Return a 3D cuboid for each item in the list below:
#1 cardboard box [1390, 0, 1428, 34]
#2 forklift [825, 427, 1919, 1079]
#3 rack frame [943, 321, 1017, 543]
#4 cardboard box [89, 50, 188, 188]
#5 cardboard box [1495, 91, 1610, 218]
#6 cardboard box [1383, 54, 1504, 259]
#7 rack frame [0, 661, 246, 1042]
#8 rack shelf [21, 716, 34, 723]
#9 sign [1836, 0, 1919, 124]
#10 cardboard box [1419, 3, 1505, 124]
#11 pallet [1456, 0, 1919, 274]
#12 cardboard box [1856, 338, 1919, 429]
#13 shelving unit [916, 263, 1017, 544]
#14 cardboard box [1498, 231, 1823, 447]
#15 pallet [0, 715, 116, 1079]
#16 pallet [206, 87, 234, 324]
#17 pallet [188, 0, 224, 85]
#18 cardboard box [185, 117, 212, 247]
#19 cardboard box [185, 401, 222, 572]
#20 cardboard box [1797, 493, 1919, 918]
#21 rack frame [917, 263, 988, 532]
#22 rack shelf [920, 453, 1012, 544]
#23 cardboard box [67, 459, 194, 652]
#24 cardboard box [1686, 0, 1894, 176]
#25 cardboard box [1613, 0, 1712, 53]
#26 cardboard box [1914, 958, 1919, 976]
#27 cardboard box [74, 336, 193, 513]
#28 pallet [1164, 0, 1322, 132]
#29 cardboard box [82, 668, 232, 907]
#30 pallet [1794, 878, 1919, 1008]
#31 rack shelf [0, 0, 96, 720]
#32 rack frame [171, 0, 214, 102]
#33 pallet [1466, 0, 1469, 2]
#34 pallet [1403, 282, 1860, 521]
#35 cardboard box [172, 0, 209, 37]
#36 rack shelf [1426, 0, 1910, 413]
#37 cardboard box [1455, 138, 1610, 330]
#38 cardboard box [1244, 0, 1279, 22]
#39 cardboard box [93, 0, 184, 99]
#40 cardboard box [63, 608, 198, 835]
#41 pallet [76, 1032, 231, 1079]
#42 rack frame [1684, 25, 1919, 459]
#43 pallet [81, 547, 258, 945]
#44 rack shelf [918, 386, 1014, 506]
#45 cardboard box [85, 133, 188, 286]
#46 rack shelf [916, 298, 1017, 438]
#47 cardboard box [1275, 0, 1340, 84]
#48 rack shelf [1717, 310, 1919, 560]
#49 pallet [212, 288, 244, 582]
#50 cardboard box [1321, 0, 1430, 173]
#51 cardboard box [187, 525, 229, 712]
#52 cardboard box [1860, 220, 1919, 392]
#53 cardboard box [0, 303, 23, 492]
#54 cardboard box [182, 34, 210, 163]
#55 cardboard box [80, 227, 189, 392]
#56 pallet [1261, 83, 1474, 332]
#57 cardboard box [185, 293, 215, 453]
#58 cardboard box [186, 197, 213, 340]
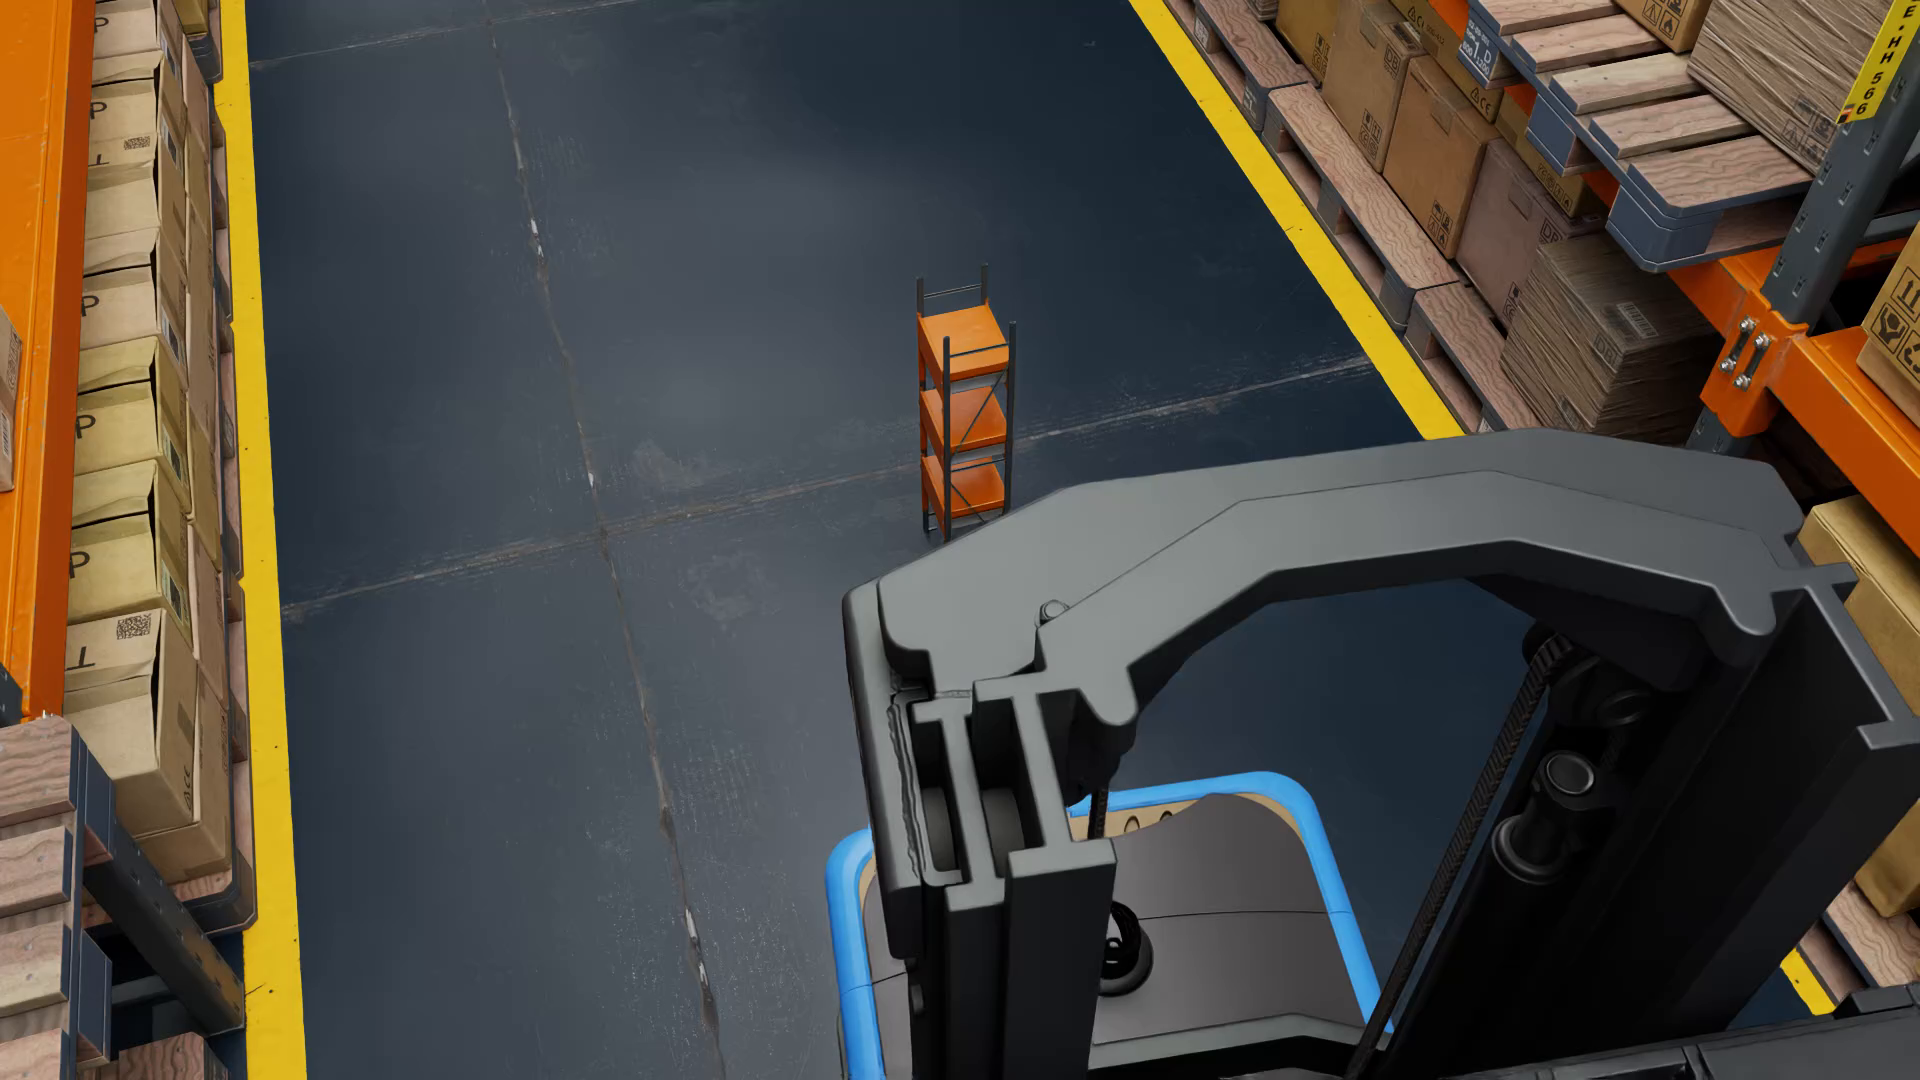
[{"bbox_3d":[1.771,-2.050,5.873,0.500,0.250,0.500,-15,51,-12],"label":"cardboard box"},{"bbox_3d":[0.463,1.393,2.159,1.130,2.935,3.031,-7,50,-6],"label":"forklift"},{"bbox_3d":[0.052,-0.210,4.741,0.200,1.050,0.008,-13,51,-11],"label":"rack frame"},{"bbox_3d":[-2.932,-1.403,5.628,0.500,0.311,0.500,-12,51,-10],"label":"cardboard box"},{"bbox_3d":[2.058,-1.307,5.246,0.500,0.250,0.500,-12,51,-10],"label":"cardboard box"},{"bbox_3d":[1.951,-1.393,5.810,0.700,0.500,0.500,-14,51,-11],"label":"cardboard box"},{"bbox_3d":[-2.302,0.339,3.003,1.000,3.000,0.127,-13,51,-11],"label":"rack frame"},{"bbox_3d":[-1.711,2.031,2.046,1.077,0.370,4.000,-13,51,-11],"label":"rack shelf"},{"bbox_3d":[1.913,-1.002,3.428,0.100,0.325,0.005,-13,51,-11],"label":"sign"},{"bbox_3d":[1.901,-1.681,5.562,0.500,0.250,0.500,-14,51,-11],"label":"cardboard box"},{"bbox_3d":[2.116,-1.219,4.441,1.213,0.211,1.003,-13,51,-11],"label":"pallet"},{"bbox_3d":[2.305,-0.417,3.791,0.380,0.149,0.250,-14,51,-12],"label":"cardboard box"},{"bbox_3d":[0.016,-0.299,4.816,0.215,1.050,0.252,-13,51,-11],"label":"shelving unit"},{"bbox_3d":[2.166,-0.634,5.170,0.700,0.500,0.500,-13,51,-10],"label":"cardboard box"},{"bbox_3d":[-2.035,0.880,2.672,1.213,0.211,1.003,-13,51,-11],"label":"pallet"},{"bbox_3d":[-3.230,-1.155,6.085,1.003,0.211,1.213,-13,51,-11],"label":"pallet"},{"bbox_3d":[-3.680,-2.274,7.029,1.003,0.211,1.213,-13,51,-11],"label":"pallet"},{"bbox_3d":[-2.938,-1.225,5.844,0.500,0.250,0.500,-14,51,-12],"label":"cardboard box"},{"bbox_3d":[-2.485,-0.105,4.900,0.500,0.250,0.500,-15,51,-12],"label":"cardboard box"},{"bbox_3d":[2.521,0.340,4.133,0.750,0.750,0.750,-14,51,-11],"label":"cardboard box"},{"bbox_3d":[-0.020,-0.388,4.891,0.200,1.050,0.008,-13,51,-11],"label":"rack frame"},{"bbox_3d":[0.016,-0.113,5.036,0.215,0.259,0.240,-13,51,-11],"label":"rack shelf"},{"bbox_3d":[-2.340,0.078,4.379,0.500,0.311,0.500,-14,51,-12],"label":"cardboard box"},{"bbox_3d":[2.280,-1.299,4.030,0.700,0.500,0.500,-19,52,-15],"label":"cardboard box"},{"bbox_3d":[2.089,-1.701,4.369,0.700,0.500,0.500,-18,52,-14],"label":"cardboard box"},{"bbox_3d":[2.774,0.981,3.592,0.750,0.750,0.750,-14,51,-11],"label":"cardboard box"},{"bbox_3d":[-2.488,-0.295,4.694,0.500,0.311,0.500,-15,51,-12],"label":"cardboard box"},{"bbox_3d":[1.478,-2.239,6.999,1.003,0.211,1.213,-13,51,-11],"label":"pallet"},{"bbox_3d":[-2.176,0.641,4.272,0.500,0.250,0.500,-13,51,-11],"label":"cardboard box"},{"bbox_3d":[2.590,0.707,4.516,1.003,0.211,1.213,-13,51,-11],"label":"pallet"},{"bbox_3d":[-2.894,-0.890,4.509,1.077,0.370,4.000,-13,51,-11],"label":"rack shelf"},{"bbox_3d":[-3.485,-2.583,5.466,1.000,3.000,0.127,-13,51,-11],"label":"rack frame"},{"bbox_3d":[1.804,-2.159,5.234,1.003,0.211,1.213,-13,51,-11],"label":"pallet"},{"bbox_3d":[2.199,-0.456,5.497,1.003,0.211,1.213,-13,51,-11],"label":"pallet"},{"bbox_3d":[-3.333,-2.239,6.700,0.500,0.250,0.500,-13,51,-11],"label":"cardboard box"},{"bbox_3d":[1.837,-2.013,5.456,1.077,0.370,4.000,-13,51,-11],"label":"rack shelf"},{"bbox_3d":[2.125,-1.037,5.509,0.700,0.500,0.500,-13,51,-11],"label":"cardboard box"},{"bbox_3d":[1.480,-2.508,6.750,0.700,0.500,0.500,-12,51,-10],"label":"cardboard box"},{"bbox_3d":[-3.091,-1.782,5.947,0.500,0.311,0.500,-13,51,-11],"label":"cardboard box"},{"bbox_3d":[-2.176,0.460,4.057,0.500,0.311,0.500,-12,51,-10],"label":"cardboard box"},{"bbox_3d":[-2.117,1.791,3.602,1.003,0.211,1.213,-13,51,-11],"label":"pallet"},{"bbox_3d":[2.429,-0.784,3.949,1.000,3.000,0.127,-13,51,-11],"label":"rack frame"},{"bbox_3d":[-2.508,0.627,4.583,1.003,0.211,1.213,-13,51,-11],"label":"pallet"},{"bbox_3d":[0.016,-0.292,4.824,0.215,0.259,0.240,-13,51,-11],"label":"rack shelf"},{"bbox_3d":[-2.786,-1.038,5.320,0.500,0.311,0.500,-13,51,-11],"label":"cardboard box"},{"bbox_3d":[0.016,-0.475,4.607,0.215,0.259,0.240,-13,51,-11],"label":"rack shelf"},{"bbox_3d":[1.680,-2.142,6.441,0.700,0.500,0.500,-14,51,-12],"label":"cardboard box"},{"bbox_3d":[3.020,0.908,2.993,1.077,0.370,4.000,-13,51,-11],"label":"rack shelf"},{"bbox_3d":[-2.865,-0.262,5.333,1.003,0.211,1.213,-13,51,-11],"label":"pallet"},{"bbox_3d":[1.793,-1.760,6.119,0.700,0.500,0.500,-13,51,-11],"label":"cardboard box"},{"bbox_3d":[-2.326,0.274,4.581,0.500,0.250,0.500,-15,51,-12],"label":"cardboard box"},{"bbox_3d":[2.328,-0.506,3.442,0.500,0.500,0.500,-12,51,-10],"label":"cardboard box"},{"bbox_3d":[-2.382,-0.330,3.624,0.500,0.311,0.500,-14,51,-11],"label":"cardboard box"},{"bbox_3d":[-3.085,-1.595,6.156,0.500,0.250,0.500,-14,51,-11],"label":"cardboard box"},{"bbox_3d":[-2.641,-0.670,5.010,0.500,0.311,0.500,-14,51,-11],"label":"cardboard box"},{"bbox_3d":[1.842,-1.346,6.247,1.003,0.211,1.213,-13,51,-11],"label":"pallet"},{"bbox_3d":[-2.637,-0.479,5.216,0.500,0.250,0.500,-12,51,-10],"label":"cardboard box"},{"bbox_3d":[-2.786,-0.851,5.529,0.500,0.250,0.500,-12,51,-10],"label":"cardboard box"}]
